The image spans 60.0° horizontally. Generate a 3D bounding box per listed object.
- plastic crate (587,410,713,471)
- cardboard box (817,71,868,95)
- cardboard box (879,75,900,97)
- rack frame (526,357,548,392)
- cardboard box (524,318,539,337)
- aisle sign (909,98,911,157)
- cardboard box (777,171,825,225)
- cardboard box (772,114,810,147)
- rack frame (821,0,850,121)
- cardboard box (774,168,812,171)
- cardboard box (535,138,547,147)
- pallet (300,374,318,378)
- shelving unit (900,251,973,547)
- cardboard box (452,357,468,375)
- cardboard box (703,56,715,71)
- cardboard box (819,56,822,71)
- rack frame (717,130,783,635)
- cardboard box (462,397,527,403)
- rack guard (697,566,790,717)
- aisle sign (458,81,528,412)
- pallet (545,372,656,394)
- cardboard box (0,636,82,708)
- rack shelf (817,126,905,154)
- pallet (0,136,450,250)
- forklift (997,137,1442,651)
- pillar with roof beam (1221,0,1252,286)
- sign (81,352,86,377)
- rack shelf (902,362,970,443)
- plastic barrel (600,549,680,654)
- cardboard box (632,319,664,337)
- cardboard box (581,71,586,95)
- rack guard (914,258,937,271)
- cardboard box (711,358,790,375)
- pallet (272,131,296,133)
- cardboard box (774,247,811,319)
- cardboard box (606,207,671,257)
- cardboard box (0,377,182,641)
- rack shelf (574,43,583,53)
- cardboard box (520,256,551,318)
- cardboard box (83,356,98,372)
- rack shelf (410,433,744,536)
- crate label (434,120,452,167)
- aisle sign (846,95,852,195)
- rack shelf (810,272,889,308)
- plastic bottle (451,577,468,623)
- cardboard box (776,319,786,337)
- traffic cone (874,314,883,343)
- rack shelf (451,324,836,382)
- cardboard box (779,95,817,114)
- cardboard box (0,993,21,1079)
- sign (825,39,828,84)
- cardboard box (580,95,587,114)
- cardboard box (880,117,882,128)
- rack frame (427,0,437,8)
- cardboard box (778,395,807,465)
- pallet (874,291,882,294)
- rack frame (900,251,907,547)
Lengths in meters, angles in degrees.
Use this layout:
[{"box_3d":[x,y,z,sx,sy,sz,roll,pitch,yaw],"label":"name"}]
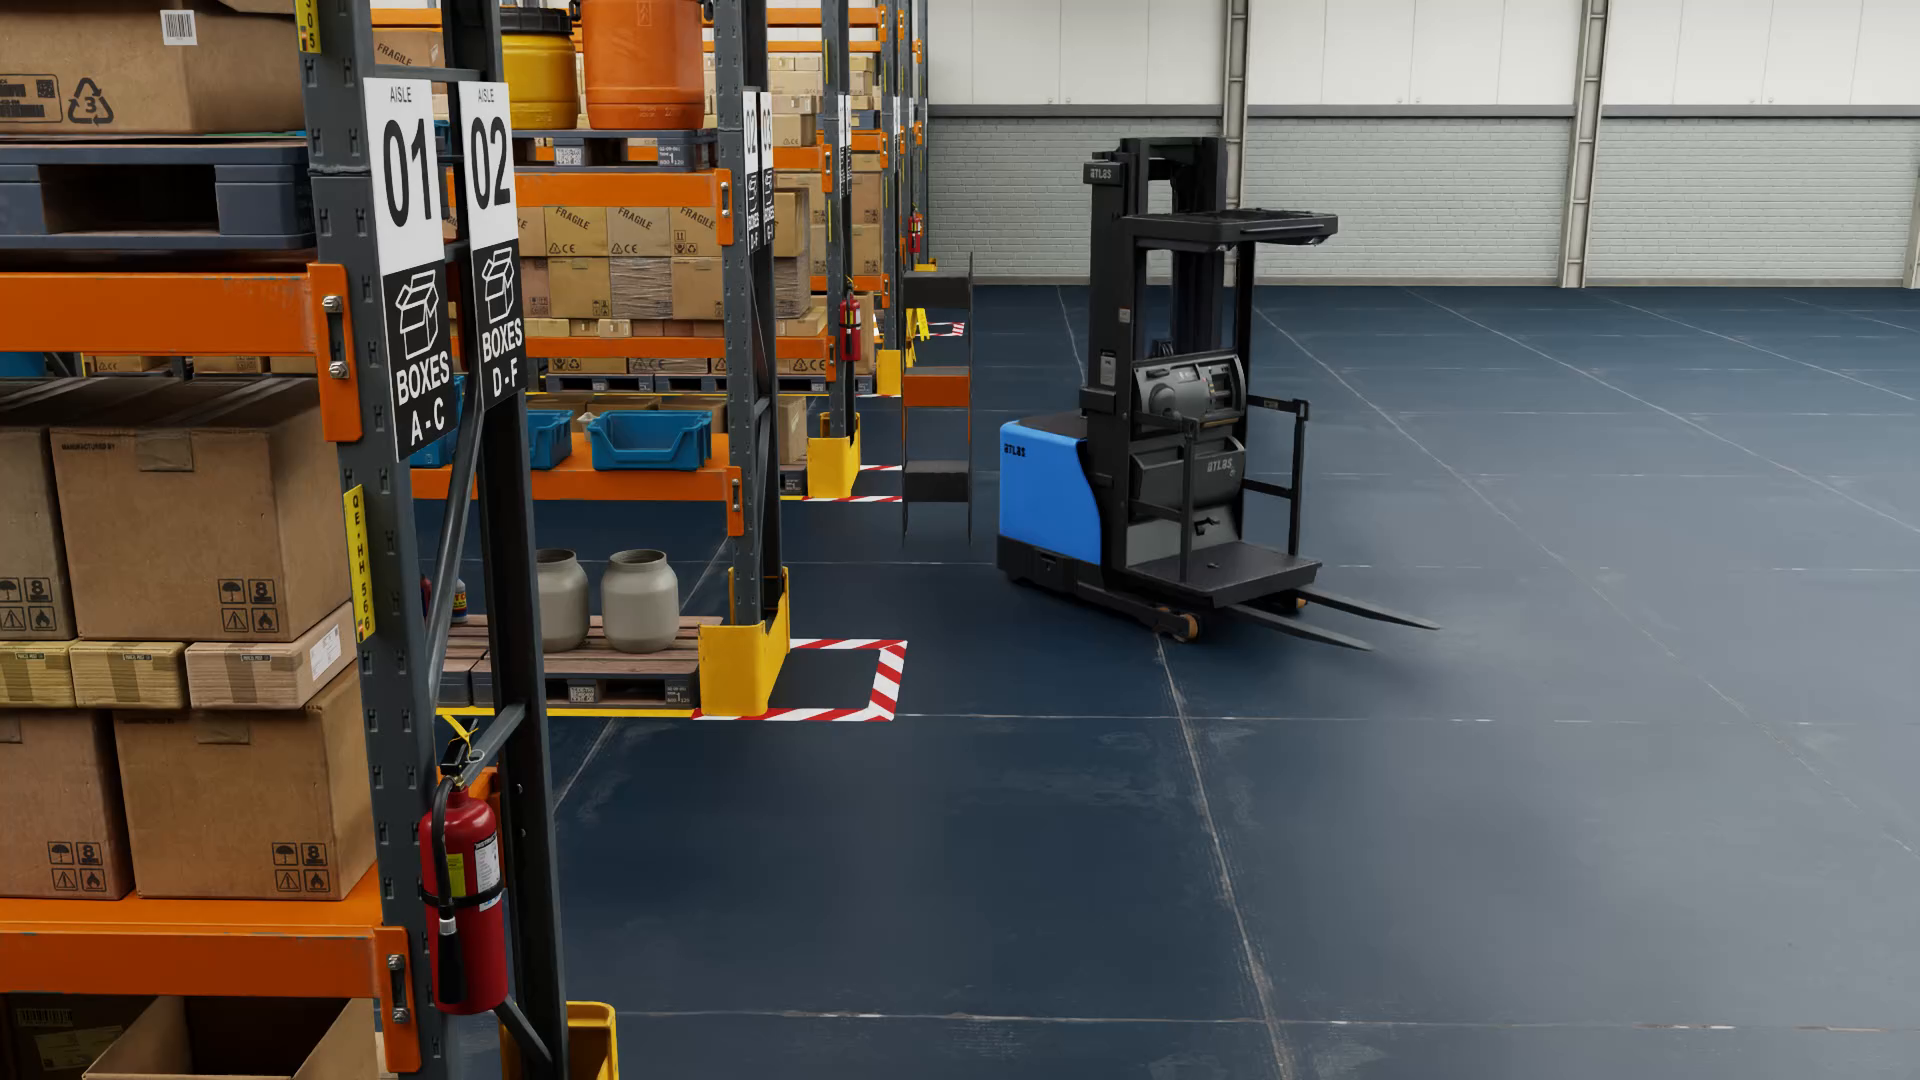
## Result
[{"box_3d":[-1.624,-0.532,8.767,0.616,0.251,0.499,0,15,1],"label":"plastic crate"},{"box_3d":[-1.259,-4.909,17.878,0.500,0.250,0.500,1,15,2],"label":"cardboard box"},{"box_3d":[-1.062,-7.424,27.503,0.500,0.500,0.500,1,15,3],"label":"cardboard box"},{"box_3d":[-4.761,-3.230,18.703,0.127,3.000,1.000,0,15,1],"label":"rack frame"},{"box_3d":[-3.531,-1.764,13.640,0.250,0.149,0.380,0,15,1],"label":"cardboard box"},{"box_3d":[-0.682,-5.650,22.778,0.004,0.787,0.394,0,15,1],"label":"aisle sign"},{"box_3d":[-1.684,-3.791,18.418,0.550,0.550,0.875,0,15,1],"label":"cardboard box"},{"box_3d":[-1.478,-3.256,13.215,0.500,0.250,0.500,1,15,3],"label":"cardboard box"},{"box_3d":[-0.990,-4.841,13.047,0.127,3.000,1.000,0,15,1],"label":"rack frame"},{"box_3d":[-2.271,-5.073,22.948,0.500,0.500,0.700,0,15,1],"label":"cardboard box"},{"box_3d":[-3.520,-3.267,13.258,0.500,0.250,0.500,0,15,-1],"label":"cardboard box"},{"box_3d":[-6.757,-1.875,19.032,1.213,0.211,1.003,0,15,1],"label":"pallet"},{"box_3d":[-0.165,-1.016,12.076,0.503,2.100,0.431,0,15,1],"label":"shelving unit"},{"box_3d":[-5.384,-2.326,18.865,0.750,0.750,1.050,0,15,1],"label":"cardboard box"},{"box_3d":[-2.632,-5.095,17.804,0.250,0.149,0.380,0,15,2],"label":"cardboard box"},{"box_3d":[-1.357,-5.088,17.773,0.250,0.149,0.380,0,15,2],"label":"cardboard box"},{"box_3d":[-1.116,-0.677,9.025,0.127,3.000,1.000,0,15,1],"label":"rack frame"},{"box_3d":[-4.017,-0.946,14.121,0.500,0.500,0.500,5,16,19],"label":"cardboard box"},{"box_3d":[-1.194,0.543,9.300,0.348,0.500,1.175,0,15,1],"label":"rack guard"},{"box_3d":[-1.173,-0.748,4.200,0.004,0.787,0.394,0,15,1],"label":"aisle sign"},{"box_3d":[-4.003,-1.857,18.964,1.213,0.211,1.003,0,15,1],"label":"pallet"},{"box_3d":[-2.151,0.268,3.978,0.250,0.149,0.380,0,15,1],"label":"cardboard box"},{"box_3d":[-2.736,-5.583,23.150,4.000,0.370,1.077,0,15,1],"label":"rack shelf"},{"box_3d":[-1.953,-0.832,3.908,1.213,0.211,1.003,0,15,1],"label":"pallet"},{"box_3d":[1.566,-0.949,10.190,1.130,2.935,3.031,-12,19,-37],"label":"forklift"},{"box_3d":[4.601,-7.731,24.003,0.400,9.000,9.100,0,15,1],"label":"pillar with roof beam"},{"box_3d":[-5.090,-0.977,9.620,0.005,0.325,0.100,0,15,1],"label":"sign"},{"box_3d":[-0.165,-1.003,12.080,0.480,0.518,0.431,0,15,1],"label":"rack shelf"},{"box_3d":[-1.776,0.338,9.231,0.421,0.512,0.421,0,15,0],"label":"plastic barrel"},{"box_3d":[-2.530,-1.772,13.667,0.250,0.149,0.380,0,15,1],"label":"cardboard box"},{"box_3d":[-3.775,-4.926,17.942,0.500,0.250,0.500,0,15,1],"label":"cardboard box"},{"box_3d":[-0.590,-4.524,28.508,0.348,0.500,1.175,0,15,1],"label":"rack guard"},{"box_3d":[-2.321,-2.373,18.794,0.875,0.875,0.875,0,15,1],"label":"cardboard box"},{"box_3d":[-5.603,-3.357,13.671,1.003,0.211,1.213,0,15,1],"label":"pallet"},{"box_3d":[-1.539,-2.143,13.802,0.500,0.500,0.875,0,15,1],"label":"cardboard box"},{"box_3d":[-2.546,-2.562,13.430,0.500,0.500,0.500,0,15,1],"label":"cardboard box"},{"box_3d":[-2.292,-0.098,4.092,0.500,0.500,0.700,0,15,0],"label":"cardboard box"},{"box_3d":[-6.612,-8.132,27.715,4.000,0.370,1.077,0,15,1],"label":"rack shelf"},{"box_3d":[-3.539,-2.150,13.828,0.500,0.500,0.875,0,15,1],"label":"cardboard box"},{"box_3d":[-9.943,-2.193,18.847,0.500,0.500,0.500,1,15,4],"label":"cardboard box"},{"box_3d":[-3.116,-0.342,9.166,4.000,0.370,1.077,0,15,1],"label":"rack shelf"},{"box_3d":[-2.979,-2.152,9.027,0.408,0.251,0.502,0,15,1],"label":"crate label"},{"box_3d":[-0.920,-3.273,13.769,0.004,0.787,0.394,0,15,1],"label":"aisle sign"},{"box_3d":[-2.761,-2.869,18.745,4.000,0.370,1.077,0,15,1],"label":"rack shelf"},{"box_3d":[-2.921,0.338,9.663,0.097,0.271,0.097,0,15,0],"label":"plastic bottle"},{"box_3d":[-1.530,-1.769,13.659,0.250,0.149,0.380,0,15,1],"label":"cardboard box"},{"box_3d":[-1.200,-2.914,22.479,0.334,0.463,0.336,0,15,1],"label":"traffic cone"},{"box_3d":[-2.989,-1.605,13.954,4.000,0.370,1.077,0,15,1],"label":"rack shelf"},{"box_3d":[-1.275,-3.433,13.103,0.250,0.149,0.380,0,15,1],"label":"cardboard box"},{"box_3d":[-2.777,1.287,4.677,0.500,0.500,0.500,0,15,1],"label":"cardboard box"},{"box_3d":[-1.024,-3.677,12.781,0.005,0.325,0.100,0,15,1],"label":"sign"},{"box_3d":[-2.849,-3.457,13.194,0.250,0.149,0.380,0,15,-1],"label":"cardboard box"},{"box_3d":[-1.101,-5.727,22.779,0.250,0.149,0.380,0,15,2],"label":"cardboard box"},{"box_3d":[-8.611,-8.686,27.622,0.127,3.000,1.000,0,15,1],"label":"rack frame"},{"box_3d":[-1.614,-0.943,14.109,0.500,0.500,0.500,3,15,12],"label":"cardboard box"},{"box_3d":[-1.379,-4.379,28.524,1.213,0.211,1.003,0,15,1],"label":"pallet"},{"box_3d":[-0.409,-1.018,12.082,0.015,2.100,0.400,0,15,1],"label":"rack frame"}]
